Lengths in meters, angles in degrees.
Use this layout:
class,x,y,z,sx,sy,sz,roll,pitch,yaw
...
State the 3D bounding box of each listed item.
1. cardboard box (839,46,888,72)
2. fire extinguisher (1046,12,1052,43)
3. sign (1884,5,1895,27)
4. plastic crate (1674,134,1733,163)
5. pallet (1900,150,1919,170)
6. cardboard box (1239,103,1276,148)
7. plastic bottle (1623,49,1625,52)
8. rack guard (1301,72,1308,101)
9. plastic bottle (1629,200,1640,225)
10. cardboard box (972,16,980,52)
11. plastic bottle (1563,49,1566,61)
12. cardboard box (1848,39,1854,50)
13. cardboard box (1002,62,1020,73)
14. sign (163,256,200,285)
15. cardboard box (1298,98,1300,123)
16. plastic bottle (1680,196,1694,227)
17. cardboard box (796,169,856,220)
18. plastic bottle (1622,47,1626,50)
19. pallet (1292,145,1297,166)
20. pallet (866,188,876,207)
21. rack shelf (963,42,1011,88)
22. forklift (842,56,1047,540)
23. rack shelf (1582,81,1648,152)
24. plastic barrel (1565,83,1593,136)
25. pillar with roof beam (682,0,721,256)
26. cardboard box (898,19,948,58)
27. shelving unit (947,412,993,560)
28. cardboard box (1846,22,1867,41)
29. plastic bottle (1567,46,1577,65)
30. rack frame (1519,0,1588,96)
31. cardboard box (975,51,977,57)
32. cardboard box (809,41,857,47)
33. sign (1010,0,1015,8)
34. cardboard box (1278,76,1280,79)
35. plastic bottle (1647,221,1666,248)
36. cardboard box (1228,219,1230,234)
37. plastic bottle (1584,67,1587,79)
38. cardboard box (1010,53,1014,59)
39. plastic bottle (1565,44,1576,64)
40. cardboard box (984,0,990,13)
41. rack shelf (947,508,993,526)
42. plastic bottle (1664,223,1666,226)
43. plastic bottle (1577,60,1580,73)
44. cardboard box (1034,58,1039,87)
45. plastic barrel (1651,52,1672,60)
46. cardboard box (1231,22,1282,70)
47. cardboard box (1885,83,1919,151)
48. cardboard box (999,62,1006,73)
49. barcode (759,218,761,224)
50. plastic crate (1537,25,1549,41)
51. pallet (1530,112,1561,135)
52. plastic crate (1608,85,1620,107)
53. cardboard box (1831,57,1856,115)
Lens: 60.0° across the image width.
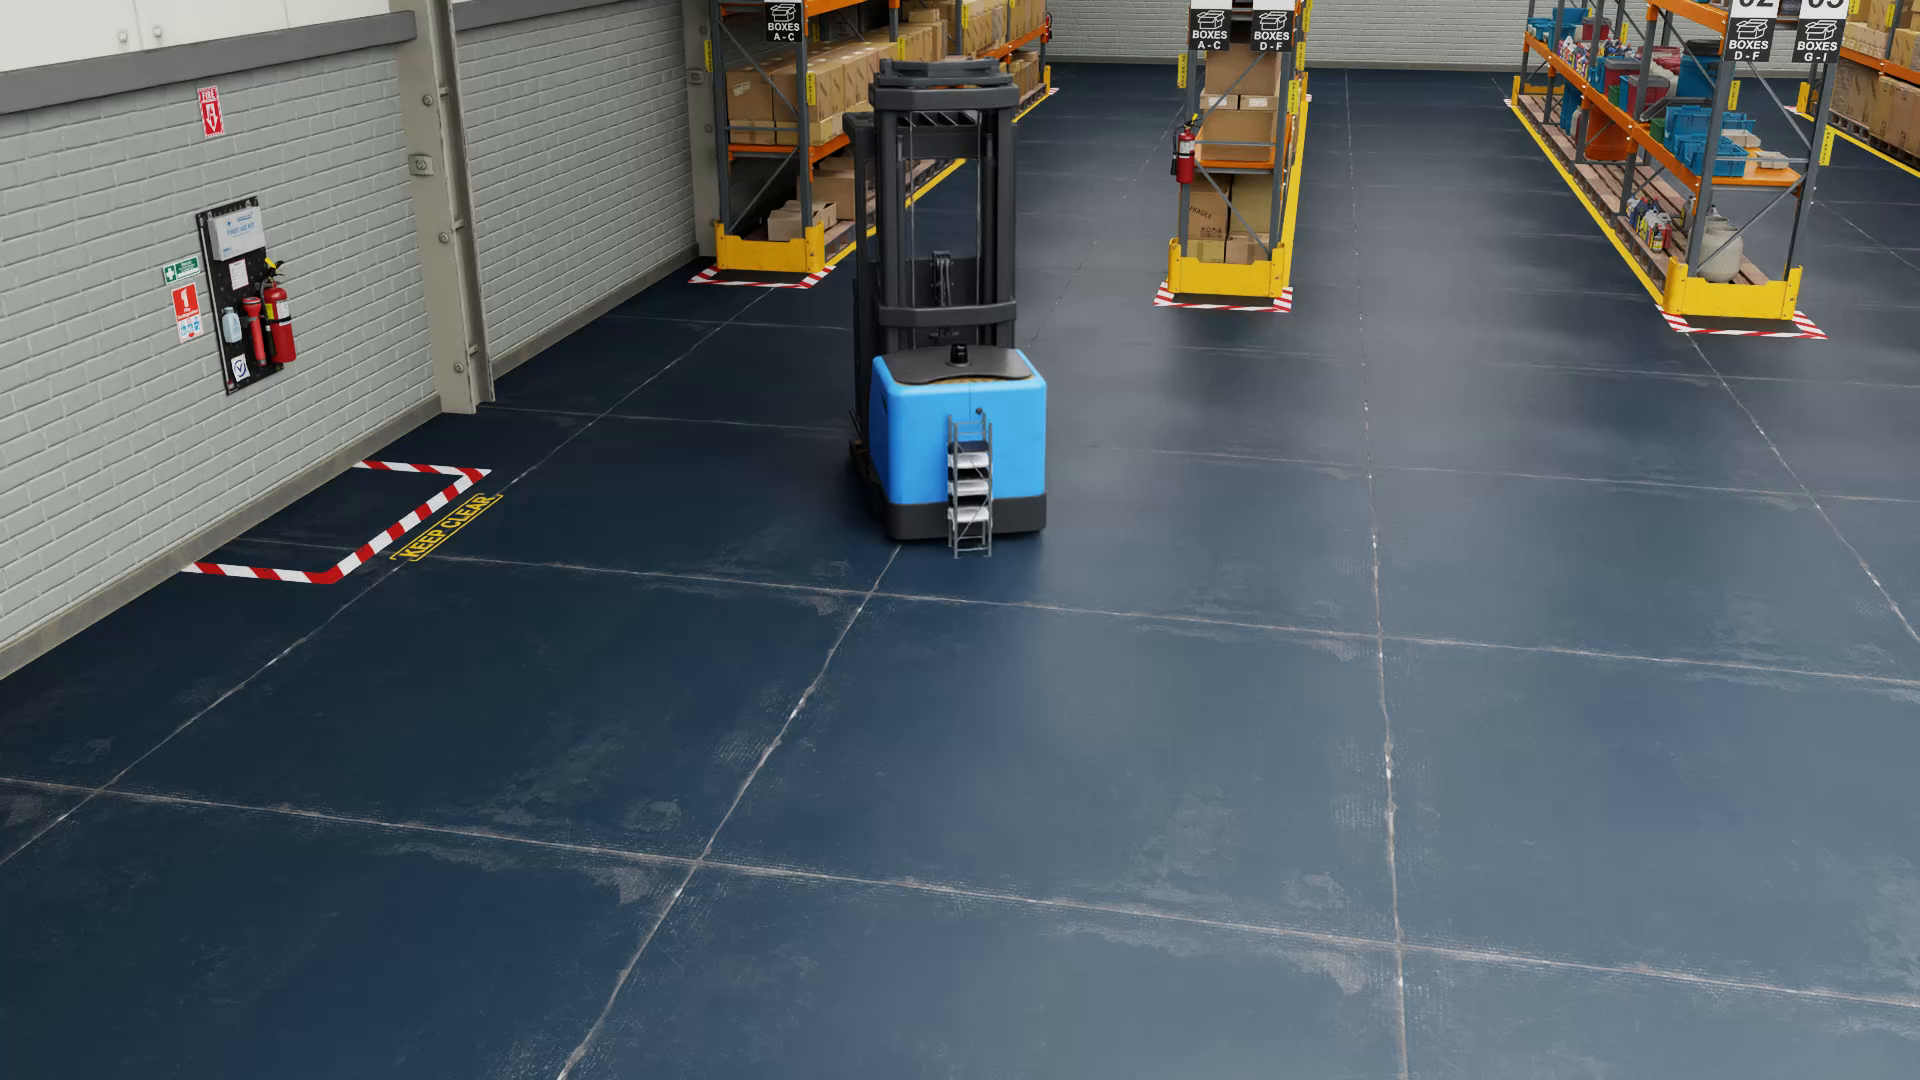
class,x,y,z,sx,sy,sz,roll,pitch,yaw
cardboard box,-1.170,-5.731,20.239,0.500,0.500,0.500,4,22,11
fire extinguisher,1.651,-10.023,32.327,0.296,0.674,0.183,4,22,11
sign,14.356,-8.096,25.676,0.100,0.325,0.005,4,22,11
plastic crate,7.550,-3.979,16.917,0.499,0.251,0.408,4,22,11
pallet,14.569,-5.587,24.443,1.003,0.211,1.213,4,22,11
cardboard box,2.964,-4.392,17.611,0.700,0.500,0.500,5,22,12
plastic bottle,9.951,-7.224,24.948,0.097,0.271,0.097,0,22,0
rack guard,6.003,-8.648,31.657,1.175,0.500,0.348,4,22,11
plastic bottle,7.885,-3.805,19.343,0.152,0.276,0.135,5,23,13
cardboard box,0.002,-7.828,25.717,0.500,0.500,0.500,5,23,13
plastic bottle,9.439,-7.551,25.854,0.097,0.201,0.097,0,22,0
cardboard box,14.956,-8.199,27.532,0.380,0.149,0.250,5,22,12
cardboard box,0.854,-8.462,29.765,0.380,0.149,0.250,5,23,13
sign,-4.770,-1.656,10.193,0.001,0.109,0.331,4,22,11
cardboard box,5.069,-6.665,26.145,0.500,0.500,0.500,4,22,9
plastic bottle,8.428,-3.797,19.222,0.144,0.351,0.185,4,22,11
cardboard box,-1.552,-4.124,19.835,0.700,0.500,0.500,3,22,8
plastic bottle,10.035,-7.315,25.168,0.152,0.276,0.135,4,22,11
pallet,4.576,-5.886,25.187,1.003,0.211,1.213,4,22,11
pallet,-1.382,-4.281,21.201,1.003,0.211,1.213,4,22,11
rack shelf,-0.056,-7.684,26.880,1.077,0.370,4.000,4,22,11
forklift,-0.207,-1.879,11.596,1.130,2.935,3.031,-4,22,-10
rack shelf,8.827,-5.465,21.372,1.077,0.370,4.000,4,22,11
plastic barrel,9.779,-6.758,25.866,0.600,0.901,0.708,4,22,11
pillar with roof beam,1.414,-7.137,16.528,9.100,9.000,0.400,4,22,11
cardboard box,-0.550,-7.364,24.399,0.700,0.500,0.500,2,22,5
shelving unit,0.063,-0.338,10.488,0.258,0.900,0.210,-4,22,-10
cardboard box,15.047,-8.427,27.565,0.500,0.250,0.500,4,22,10
plastic bottle,9.347,-7.372,25.310,0.152,0.276,0.135,4,22,11
rack frame,10.867,-9.456,30.318,1.000,3.000,0.127,4,22,11
cardboard box,0.066,-7.754,26.401,0.380,0.149,0.250,5,22,12
cardboard box,-1.580,-5.955,20.794,0.500,0.500,0.500,4,22,10
sign,0.886,-9.211,28.266,0.100,0.325,0.005,4,22,11
cardboard box,3.360,-5.020,18.301,0.380,0.149,0.250,5,22,11
plastic bottle,7.626,-3.341,18.190,0.152,0.276,0.135,5,22,11
cardboard box,2.765,-3.489,18.619,0.500,0.250,0.500,4,22,11
plastic bottle,8.941,-6.660,23.640,0.097,0.201,0.097,0,22,0
cardboard box,0.799,-9.068,31.270,0.380,0.149,0.250,5,22,11
plastic bottle,9.395,-7.457,25.520,0.152,0.276,0.135,4,22,11
cardboard box,0.187,-8.541,26.482,0.500,0.250,0.500,4,22,10
rack shelf,0.063,-0.140,10.568,0.258,0.077,0.200,-4,22,-10
plastic bottle,7.812,-3.424,18.498,0.097,0.201,0.097,0,22,0
plastic bottle,9.108,-6.958,24.380,0.097,0.201,0.097,0,22,0
cardboard box,1.124,-8.983,31.928,0.700,0.500,0.500,4,22,11
plastic barrel,9.234,-6.190,22.058,0.421,0.512,0.421,0,22,0
cardboard box,3.281,-5.564,18.784,0.700,0.500,0.500,4,22,11
cardboard box,14.607,-6.263,24.671,1.225,0.875,0.875,4,22,9
cardboard box,0.347,-7.699,28.270,0.750,0.750,0.750,5,22,12
barcode,-2.255,-3.604,18.786,0.001,0.075,0.075,4,22,11
plastic crate,10.165,-8.750,28.708,0.416,0.233,0.300,4,22,11
pallet,10.163,-6.972,27.882,1.003,0.211,1.213,4,22,11
plastic crate,8.498,-5.628,21.096,0.450,0.188,0.662,4,22,11
cardboard box,15.478,-7.715,28.277,0.875,0.875,0.875,4,22,11
